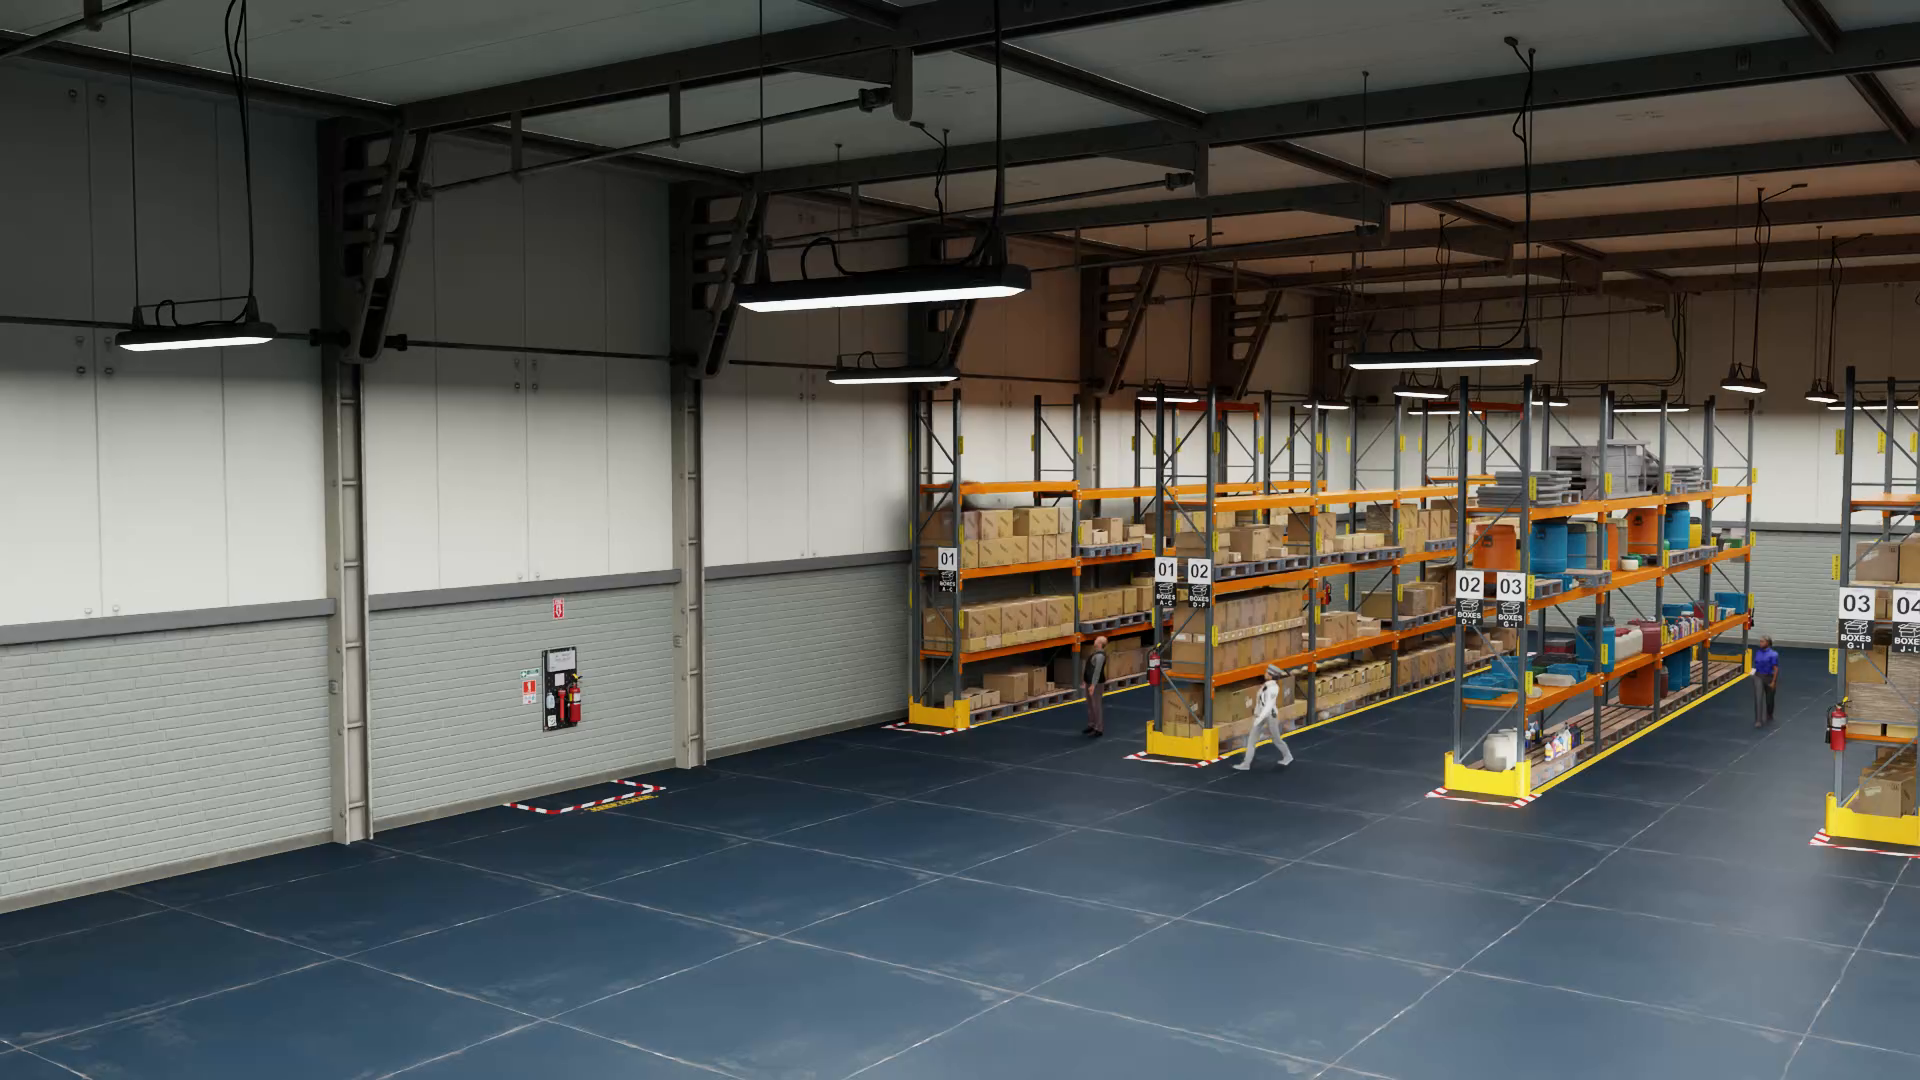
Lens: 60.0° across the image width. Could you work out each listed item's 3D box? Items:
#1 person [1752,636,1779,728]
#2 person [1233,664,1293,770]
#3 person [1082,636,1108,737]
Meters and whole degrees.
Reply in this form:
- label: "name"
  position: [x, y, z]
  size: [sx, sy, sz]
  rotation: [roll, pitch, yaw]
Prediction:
- label: "person"
  position: [14.337, 2.499, 29.611]
  size: [0.418, 1.605, 0.900]
  rotation: [2, 4, 25]
- label: "person"
  position: [4.696, 2.717, 25.603]
  size: [0.997, 1.634, 0.474]
  rotation: [-3, 4, -40]
- label: "person"
  position: [2.339, 2.505, 28.708]
  size: [0.430, 1.713, 0.582]
  rotation: [-1, 3, -13]
